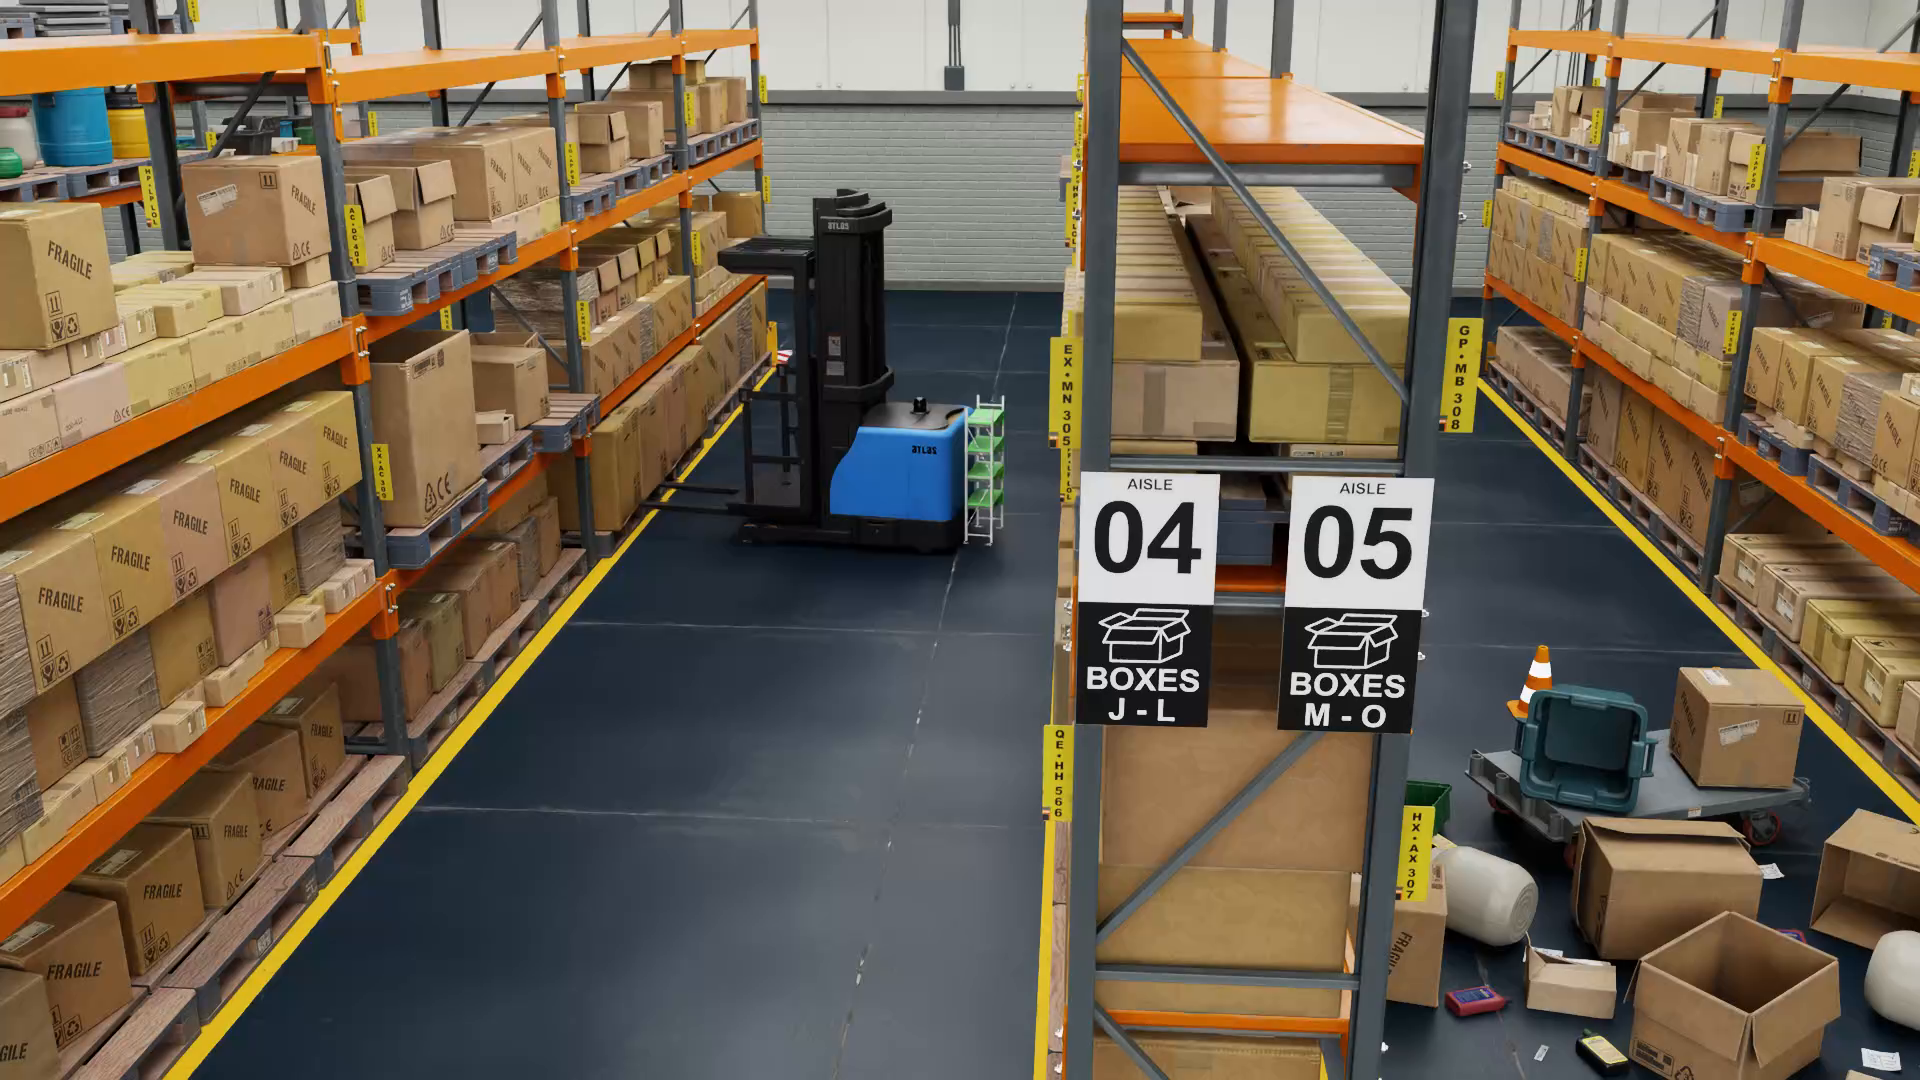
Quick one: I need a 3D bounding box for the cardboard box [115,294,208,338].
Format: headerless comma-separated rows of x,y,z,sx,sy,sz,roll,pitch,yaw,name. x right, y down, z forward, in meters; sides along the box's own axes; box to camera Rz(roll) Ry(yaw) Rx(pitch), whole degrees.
-3.630,-1.007,7.463,0.380,0.149,0.250,2,18,6,cardboard box

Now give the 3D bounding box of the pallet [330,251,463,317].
-3.655,-1.506,9.686,1.213,0.211,1.003,1,18,4,pallet

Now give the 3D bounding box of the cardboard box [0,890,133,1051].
-4.022,1.870,7.239,0.500,0.500,0.500,6,19,18,cardboard box

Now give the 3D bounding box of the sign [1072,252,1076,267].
1.166,-2.744,16.590,0.100,0.325,0.005,1,18,4,sign

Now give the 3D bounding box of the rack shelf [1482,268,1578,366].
6.796,-2.523,18.462,1.077,0.370,4.000,1,18,4,rack shelf

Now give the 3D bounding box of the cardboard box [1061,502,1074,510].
1.288,-0.024,12.618,1.050,0.750,0.750,1,18,3,cardboard box

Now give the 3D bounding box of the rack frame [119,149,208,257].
-8.172,-2.576,17.467,1.000,3.000,0.127,1,18,4,rack frame

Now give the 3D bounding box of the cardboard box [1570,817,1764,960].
3.452,1.712,8.172,0.797,0.637,0.503,1,18,4,cardboard box

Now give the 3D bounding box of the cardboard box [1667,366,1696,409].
6.164,-1.252,13.668,0.500,0.250,0.500,2,18,5,cardboard box

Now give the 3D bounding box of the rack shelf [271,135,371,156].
-8.029,-4.280,19.007,1.077,0.370,4.000,1,18,4,rack shelf

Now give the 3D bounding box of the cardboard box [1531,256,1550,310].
6.484,-2.758,17.861,0.500,0.500,0.500,1,18,3,cardboard box

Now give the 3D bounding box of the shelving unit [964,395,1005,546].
0.213,-0.606,14.345,0.258,1.200,0.503,4,19,12,shelving unit

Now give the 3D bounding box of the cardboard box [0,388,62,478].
-3.769,-0.397,6.240,0.500,0.250,0.500,1,18,3,cardboard box

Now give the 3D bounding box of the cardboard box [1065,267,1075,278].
1.221,-2.574,16.234,0.380,0.149,0.250,2,18,7,cardboard box

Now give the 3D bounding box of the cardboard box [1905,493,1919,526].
5.860,-0.168,9.847,0.380,0.149,0.250,1,18,3,cardboard box

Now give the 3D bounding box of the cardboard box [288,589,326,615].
-3.633,0.366,8.893,0.380,0.149,0.250,1,18,4,cardboard box

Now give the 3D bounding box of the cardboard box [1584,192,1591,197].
7.039,-3.723,18.159,0.380,0.149,0.250,2,18,6,cardboard box

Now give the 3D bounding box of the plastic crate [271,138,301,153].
-7.786,-4.471,18.856,0.437,0.136,0.530,1,18,4,plastic crate

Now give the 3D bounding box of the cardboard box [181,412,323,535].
-3.598,-0.343,8.410,0.500,0.500,0.500,1,18,4,cardboard box

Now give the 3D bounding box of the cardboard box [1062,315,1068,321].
1.038,-1.765,13.767,0.380,0.149,0.250,2,18,6,cardboard box

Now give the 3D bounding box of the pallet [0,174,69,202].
-8.306,-2.904,13.956,1.003,0.211,1.213,1,18,4,pallet

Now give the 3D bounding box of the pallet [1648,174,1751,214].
6.436,-2.886,13.899,1.003,0.211,1.213,2,18,6,pallet

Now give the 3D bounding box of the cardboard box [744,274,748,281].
-2.714,-3.153,19.631,0.380,0.149,0.250,1,18,3,cardboard box

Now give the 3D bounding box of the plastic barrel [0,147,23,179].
-8.153,-3.209,14.156,0.294,0.245,0.294,0,18,0,plastic barrel

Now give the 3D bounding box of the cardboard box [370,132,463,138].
-3.849,-2.636,11.869,0.500,0.500,0.500,1,18,4,cardboard box

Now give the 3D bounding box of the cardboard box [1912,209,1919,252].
6.056,-1.813,9.888,0.500,0.250,0.500,2,18,5,cardboard box

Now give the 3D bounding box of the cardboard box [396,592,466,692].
-3.687,0.660,10.898,0.700,0.500,0.500,1,18,4,cardboard box

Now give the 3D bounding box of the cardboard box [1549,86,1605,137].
6.645,-4.584,17.781,0.500,0.500,0.500,2,18,5,cardboard box

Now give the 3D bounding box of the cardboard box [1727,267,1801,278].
6.724,-1.987,13.902,0.500,0.500,0.500,2,18,5,cardboard box

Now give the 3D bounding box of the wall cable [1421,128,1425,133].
7.320,-5.736,25.428,0.585,1.953,0.123,1,18,4,wall cable

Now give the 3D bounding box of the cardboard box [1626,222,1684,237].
6.928,-2.909,16.718,0.500,0.500,0.500,1,18,4,cardboard box

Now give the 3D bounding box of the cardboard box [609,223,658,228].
-3.466,-3.040,17.443,0.500,0.500,0.500,2,18,5,cardboard box

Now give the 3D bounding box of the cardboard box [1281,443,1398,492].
1.192,-0.249,5.116,0.380,0.149,0.250,1,18,4,cardboard box

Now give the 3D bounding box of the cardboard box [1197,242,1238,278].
1.281,-1.110,7.105,0.500,0.250,0.500,1,18,3,cardboard box

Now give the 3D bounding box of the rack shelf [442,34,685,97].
-3.375,-4.163,14.474,1.077,0.370,4.000,1,18,4,rack shelf

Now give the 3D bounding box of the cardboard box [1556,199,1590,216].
6.494,-3.492,17.454,0.380,0.149,0.250,1,18,3,cardboard box

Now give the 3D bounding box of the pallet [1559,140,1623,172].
6.722,-3.881,16.776,1.003,0.211,1.213,1,18,4,pallet

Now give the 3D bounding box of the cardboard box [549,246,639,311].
-3.359,-2.385,15.112,0.797,0.503,0.637,2,18,6,cardboard box

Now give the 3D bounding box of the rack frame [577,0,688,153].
-3.232,-5.316,16.195,1.000,3.000,0.127,1,18,4,rack frame

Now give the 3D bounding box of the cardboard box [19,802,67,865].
-3.764,1.143,6.520,0.380,0.149,0.250,1,18,4,cardboard box

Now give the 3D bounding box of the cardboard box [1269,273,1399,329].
1.226,-0.782,5.463,0.380,0.149,0.250,1,18,3,cardboard box

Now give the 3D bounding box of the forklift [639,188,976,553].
-1.431,-1.507,14.315,3.031,2.935,1.130,4,19,12,forklift

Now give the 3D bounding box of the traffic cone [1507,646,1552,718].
3.795,0.917,10.880,0.336,0.463,0.334,1,18,4,traffic cone

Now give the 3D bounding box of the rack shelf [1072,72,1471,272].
0.991,-1.536,6.457,1.077,0.370,4.000,1,18,4,rack shelf

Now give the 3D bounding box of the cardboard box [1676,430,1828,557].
6.498,-0.404,13.577,0.875,0.875,0.875,1,18,3,cardboard box

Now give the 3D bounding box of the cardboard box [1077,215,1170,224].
0.680,-1.270,6.951,0.380,0.149,0.250,1,18,4,cardboard box

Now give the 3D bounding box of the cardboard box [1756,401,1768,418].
6.157,-0.985,12.341,0.380,0.149,0.250,0,18,1,cardboard box

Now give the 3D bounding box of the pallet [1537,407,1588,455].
6.785,-1.153,17.604,1.003,0.211,1.213,1,18,4,pallet

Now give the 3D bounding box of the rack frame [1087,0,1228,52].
1.421,-3.932,11.970,1.000,3.000,0.127,1,18,4,rack frame

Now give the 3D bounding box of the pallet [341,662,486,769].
-3.751,1.103,10.719,1.003,0.211,1.213,1,18,4,pallet

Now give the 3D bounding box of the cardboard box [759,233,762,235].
-2.715,-3.621,20.420,0.500,0.250,0.500,1,18,3,cardboard box

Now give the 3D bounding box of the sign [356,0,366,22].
-7.335,-6.508,20.352,0.100,0.325,0.005,1,18,4,sign

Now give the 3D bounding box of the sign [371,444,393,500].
-3.264,-0.382,9.382,0.100,0.325,0.005,1,18,4,sign

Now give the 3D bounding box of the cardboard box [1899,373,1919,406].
5.920,-0.904,10.012,0.380,0.149,0.250,1,18,2,cardboard box

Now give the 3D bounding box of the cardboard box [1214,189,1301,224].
1.408,-1.571,7.872,0.380,0.149,0.250,1,18,4,cardboard box

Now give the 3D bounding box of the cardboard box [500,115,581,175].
-3.573,-3.356,14.197,0.500,0.500,0.500,2,18,7,cardboard box

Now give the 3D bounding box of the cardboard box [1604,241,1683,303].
6.326,-2.478,15.401,0.500,0.500,0.500,1,18,4,cardboard box
